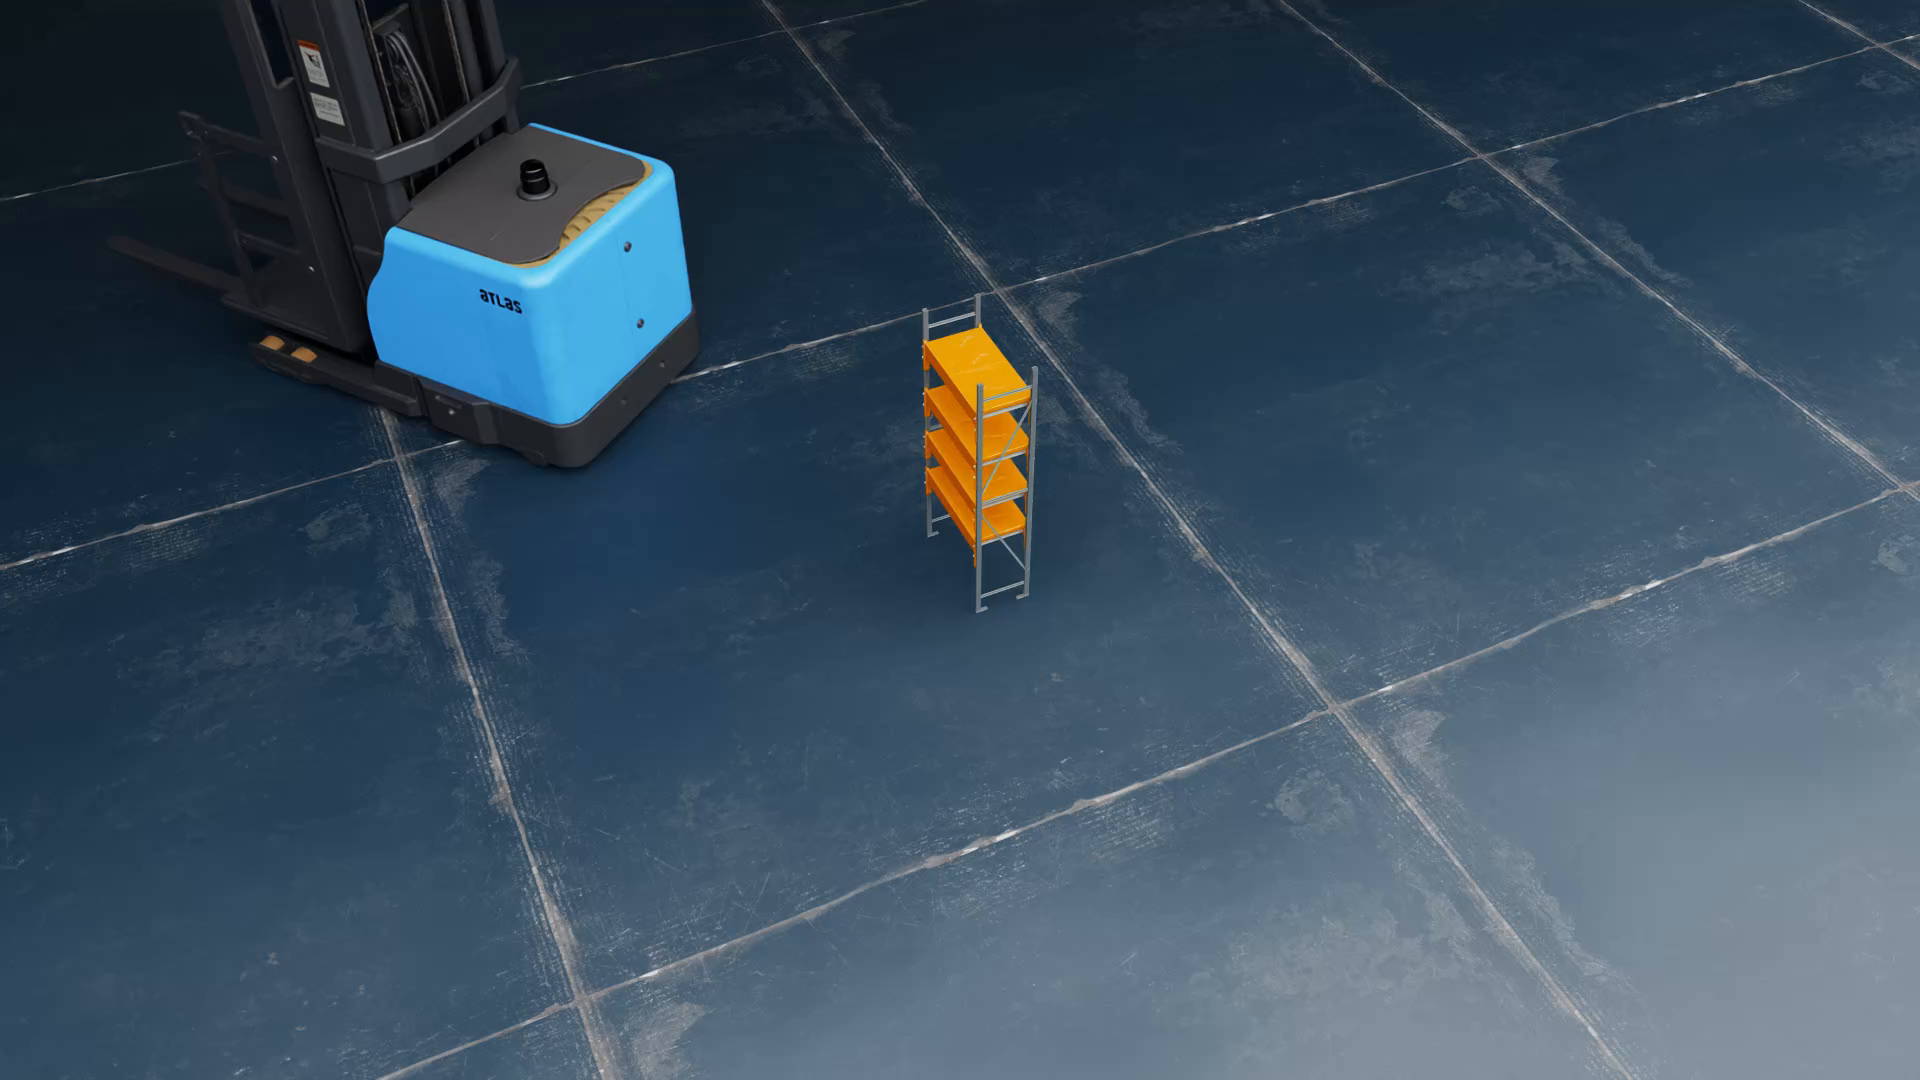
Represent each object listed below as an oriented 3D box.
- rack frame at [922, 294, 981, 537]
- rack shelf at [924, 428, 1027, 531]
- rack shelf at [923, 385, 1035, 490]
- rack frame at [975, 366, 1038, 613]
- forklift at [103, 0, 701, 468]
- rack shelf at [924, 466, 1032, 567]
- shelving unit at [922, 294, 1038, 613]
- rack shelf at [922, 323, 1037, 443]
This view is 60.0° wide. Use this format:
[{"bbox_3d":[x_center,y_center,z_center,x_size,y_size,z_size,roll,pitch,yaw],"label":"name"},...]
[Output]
[{"bbox_3d":[-0.033,-0.477,6.748,0.240,1.200,0.015,-18,47,-17],"label":"rack frame"},{"bbox_3d":[0.070,-0.274,6.638,0.258,0.148,0.480,-18,47,-17],"label":"rack shelf"},{"bbox_3d":[0.070,-0.433,6.481,0.258,0.148,0.480,-18,47,-17],"label":"rack shelf"},{"bbox_3d":[0.172,-0.166,6.433,0.240,1.200,0.015,-18,47,-17],"label":"rack frame"},{"bbox_3d":[-2.786,-2.096,7.156,3.031,2.935,1.130,20,48,19],"label":"forklift"},{"bbox_3d":[0.070,-0.132,6.777,0.258,0.148,0.480,-18,47,-17],"label":"rack shelf"},{"bbox_3d":[0.070,-0.322,6.591,0.258,1.200,0.503,-18,47,-17],"label":"shelving unit"},{"bbox_3d":[0.070,-0.601,6.315,0.258,0.148,0.480,-18,47,-17],"label":"rack shelf"}]
